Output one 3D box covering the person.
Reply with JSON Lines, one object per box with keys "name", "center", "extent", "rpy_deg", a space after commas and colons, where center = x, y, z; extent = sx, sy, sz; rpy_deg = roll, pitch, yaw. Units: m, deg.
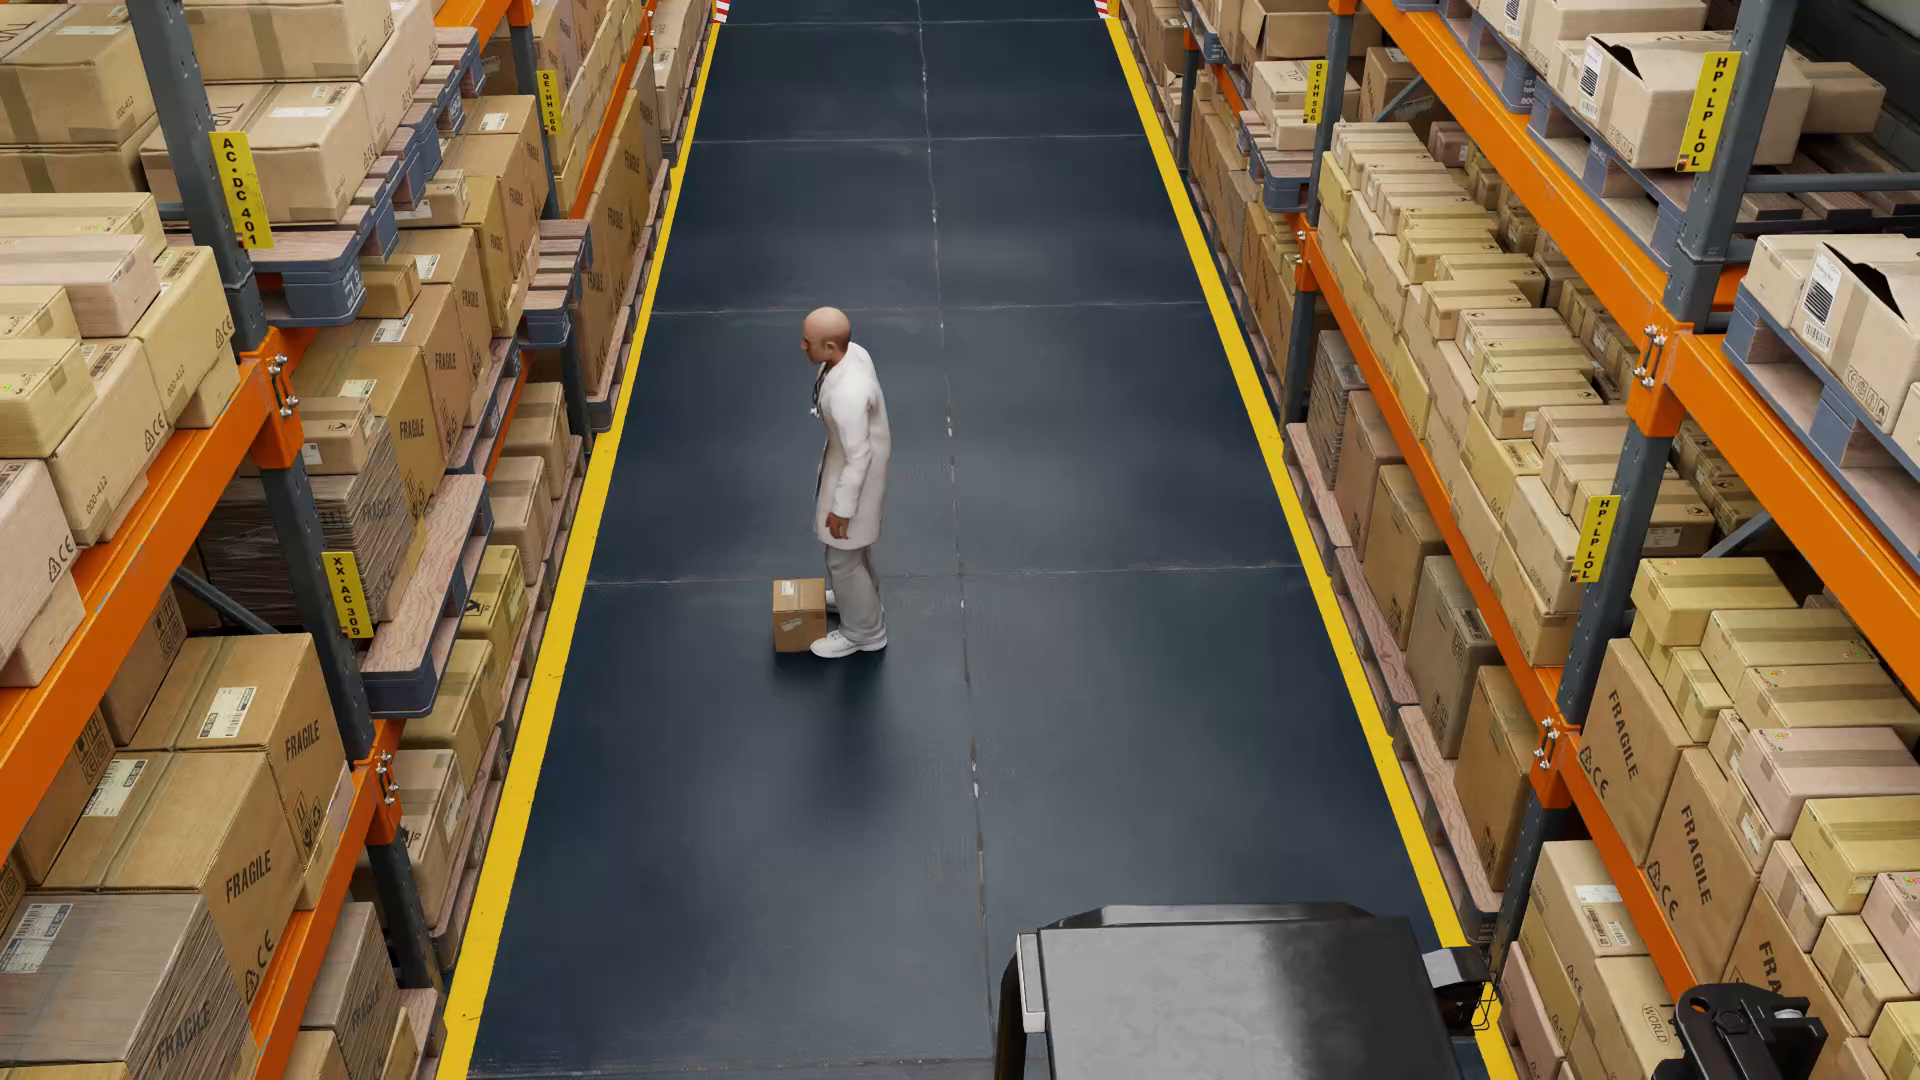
{"name": "person", "center": [-0.520, -0.267, 7.595], "extent": [0.417, 1.774, 0.656], "rpy_deg": [-3, 35, -4]}
